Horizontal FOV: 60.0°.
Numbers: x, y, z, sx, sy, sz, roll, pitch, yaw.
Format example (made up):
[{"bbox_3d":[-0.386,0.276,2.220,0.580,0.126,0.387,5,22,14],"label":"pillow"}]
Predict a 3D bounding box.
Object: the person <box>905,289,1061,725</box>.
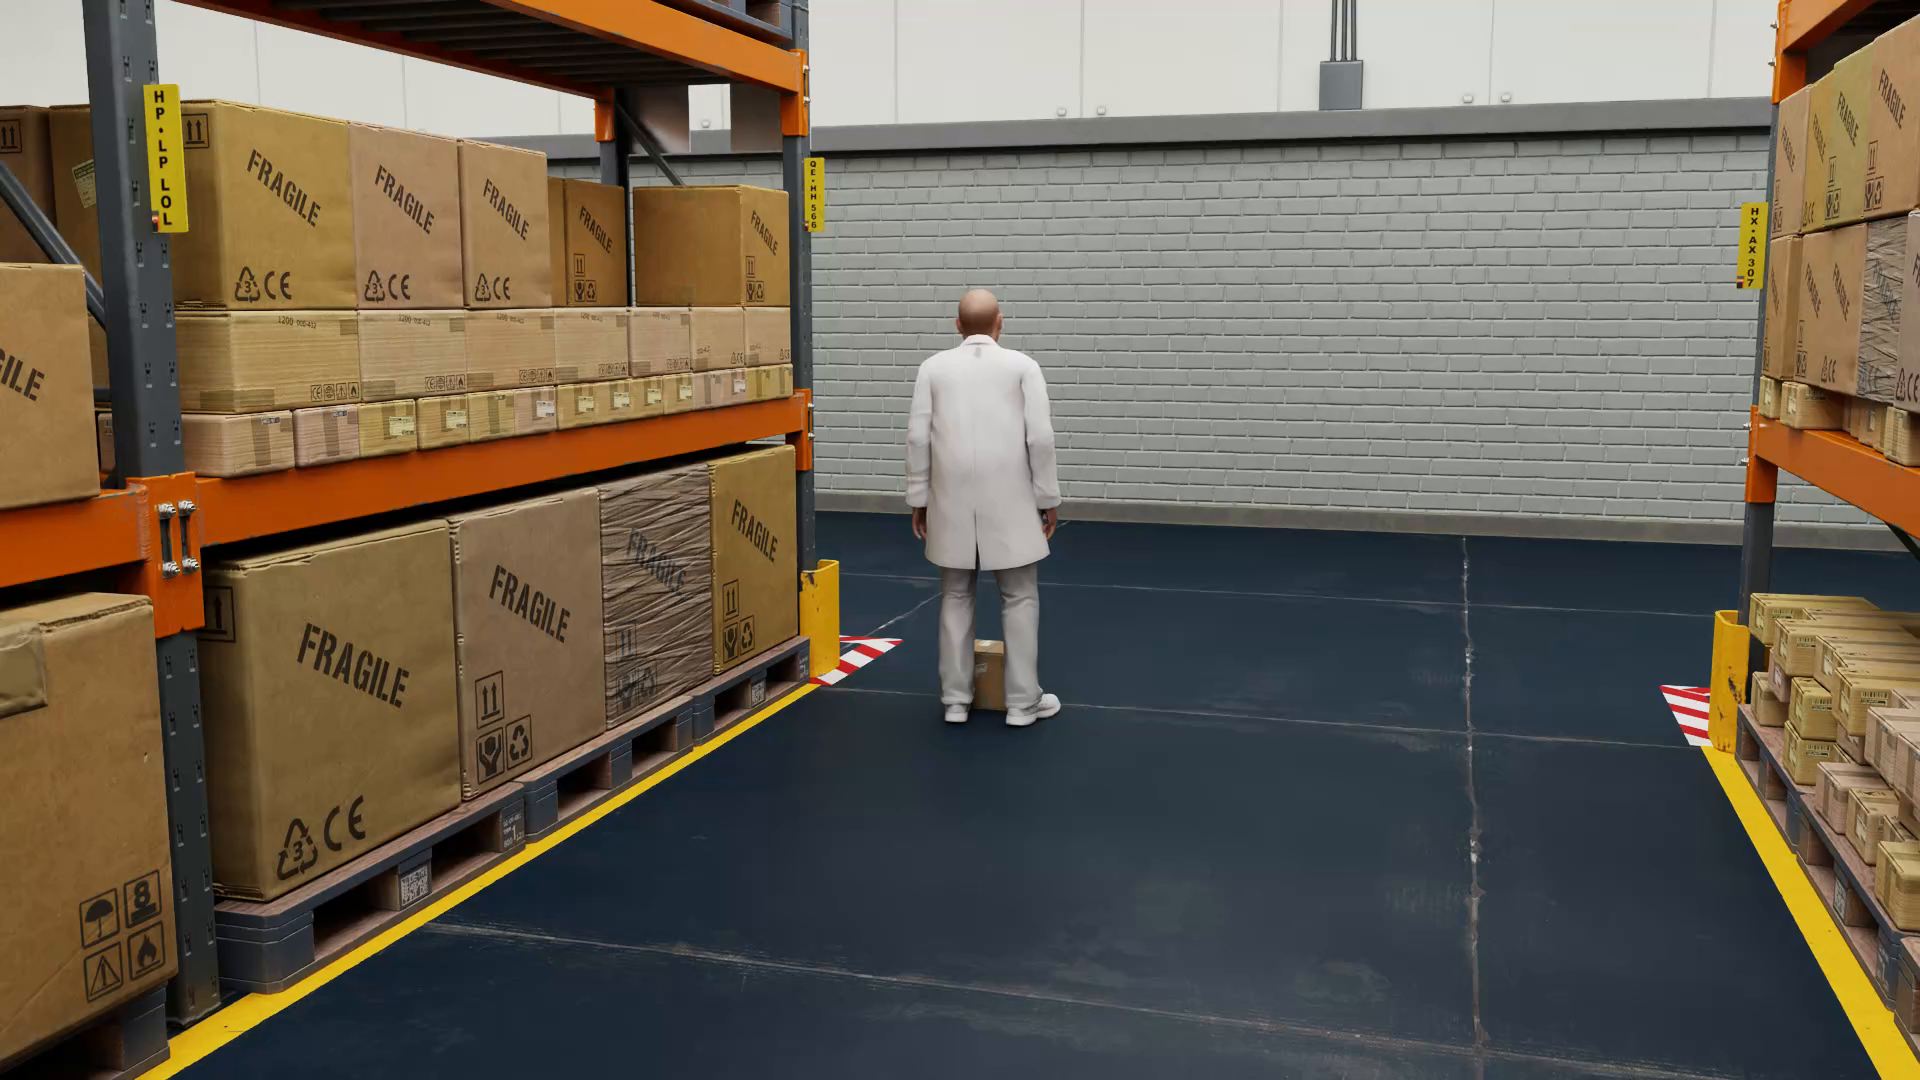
[{"bbox_3d":[0.093,-0.136,6.837,0.649,1.772,0.433,2,8,11],"label":"person"}]
